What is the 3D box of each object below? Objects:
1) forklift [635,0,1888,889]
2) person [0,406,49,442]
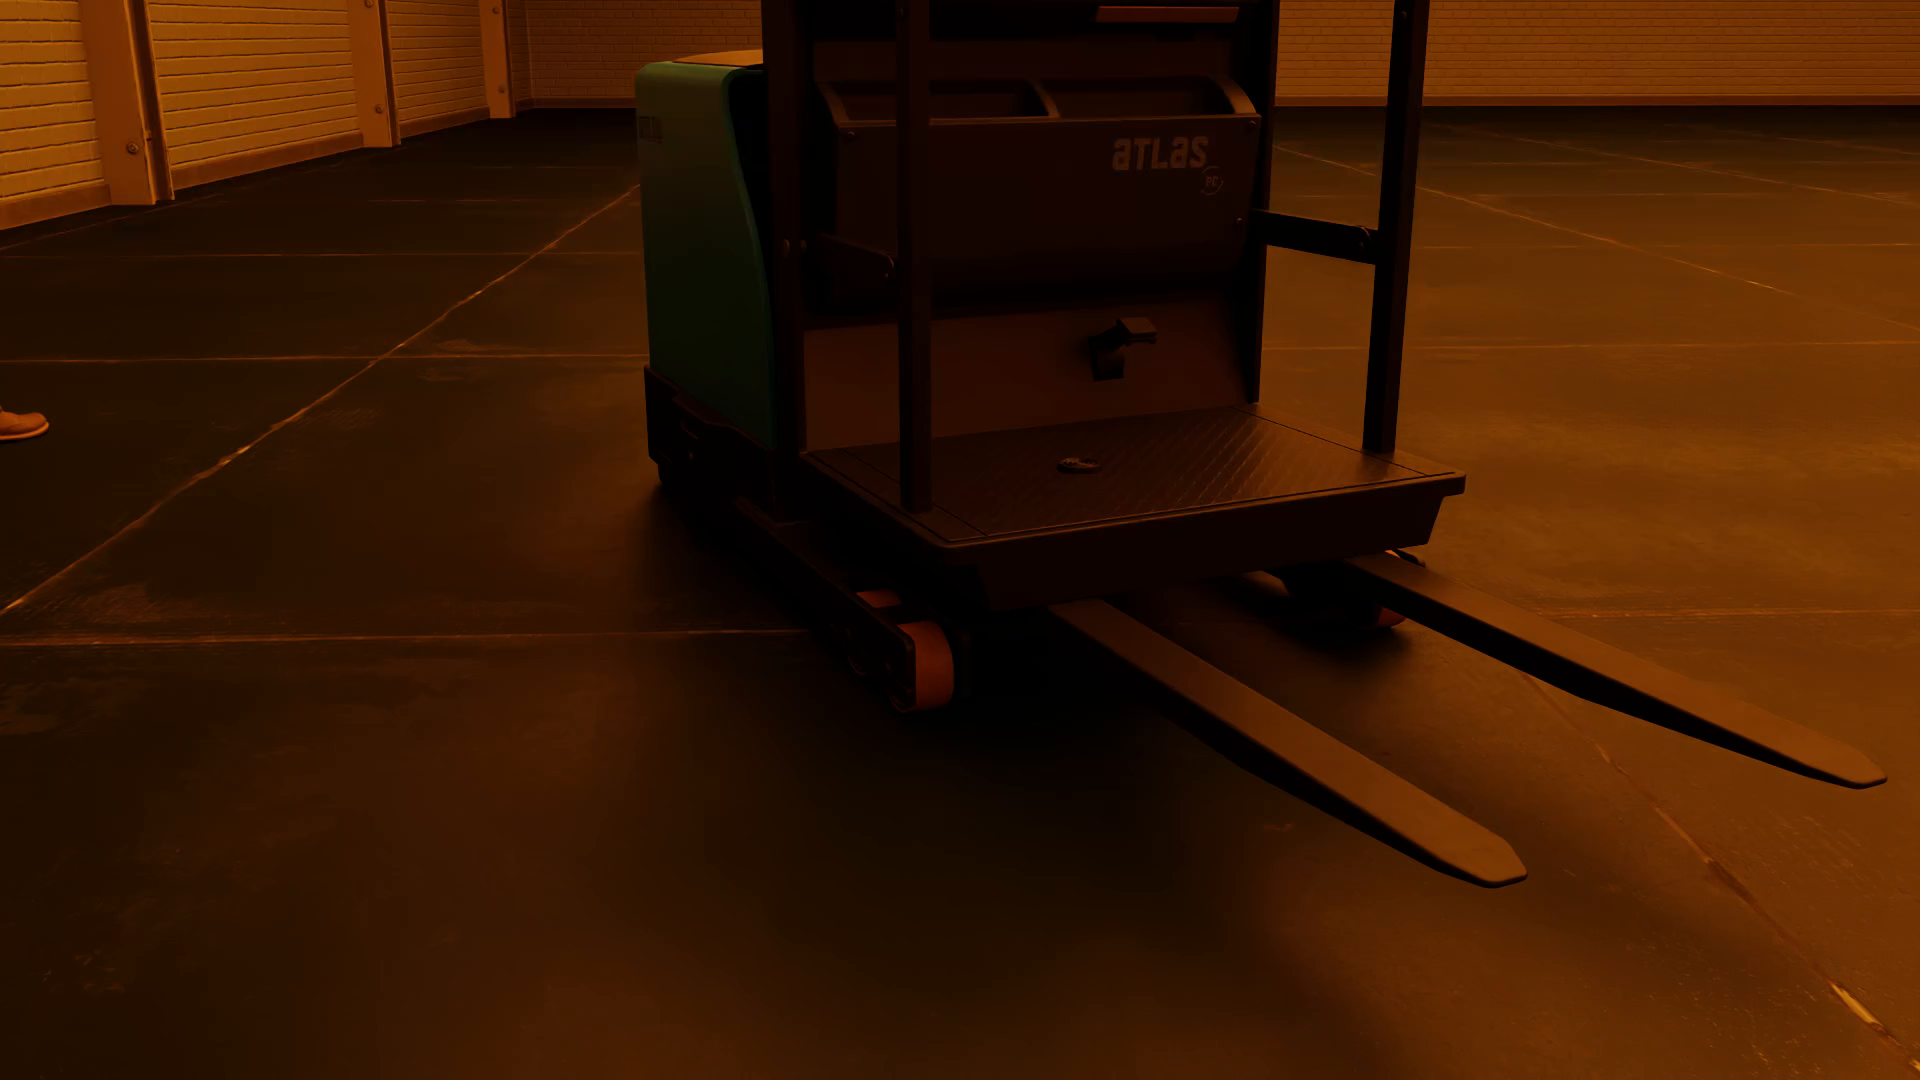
[{"bbox_3d":[0.258,-1.240,2.962,1.130,2.935,3.031,-8,19,-24],"label":"forklift"},{"bbox_3d":[-2.953,-1.085,4.637,0.447,1.661,0.328,3,17,8],"label":"person"}]
